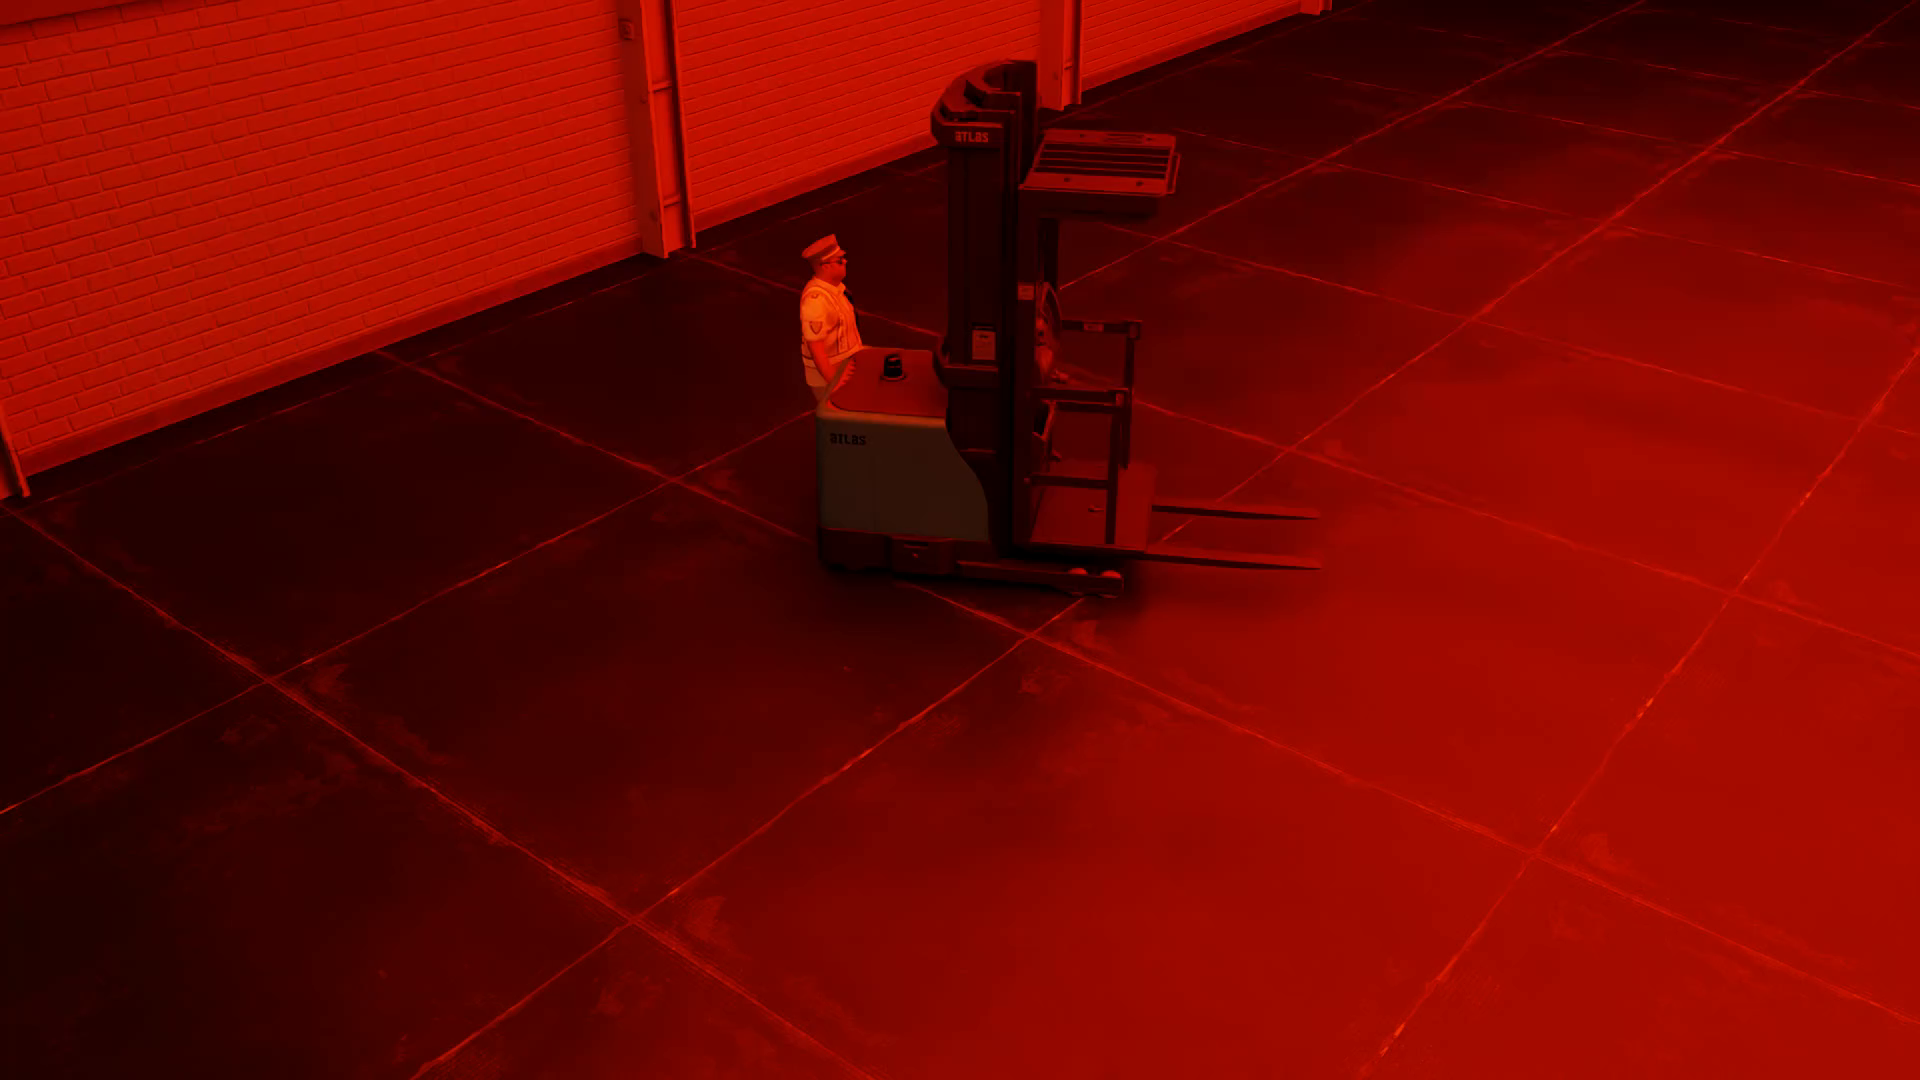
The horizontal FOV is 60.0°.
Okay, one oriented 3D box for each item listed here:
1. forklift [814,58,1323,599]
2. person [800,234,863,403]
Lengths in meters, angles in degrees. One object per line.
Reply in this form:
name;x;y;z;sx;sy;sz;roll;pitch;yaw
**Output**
forklift;0.700;-1.204;9.656;3.031;2.935;1.130;5;31;8
person;-0.702;-1.054;10.527;0.571;1.778;0.641;2;30;3
